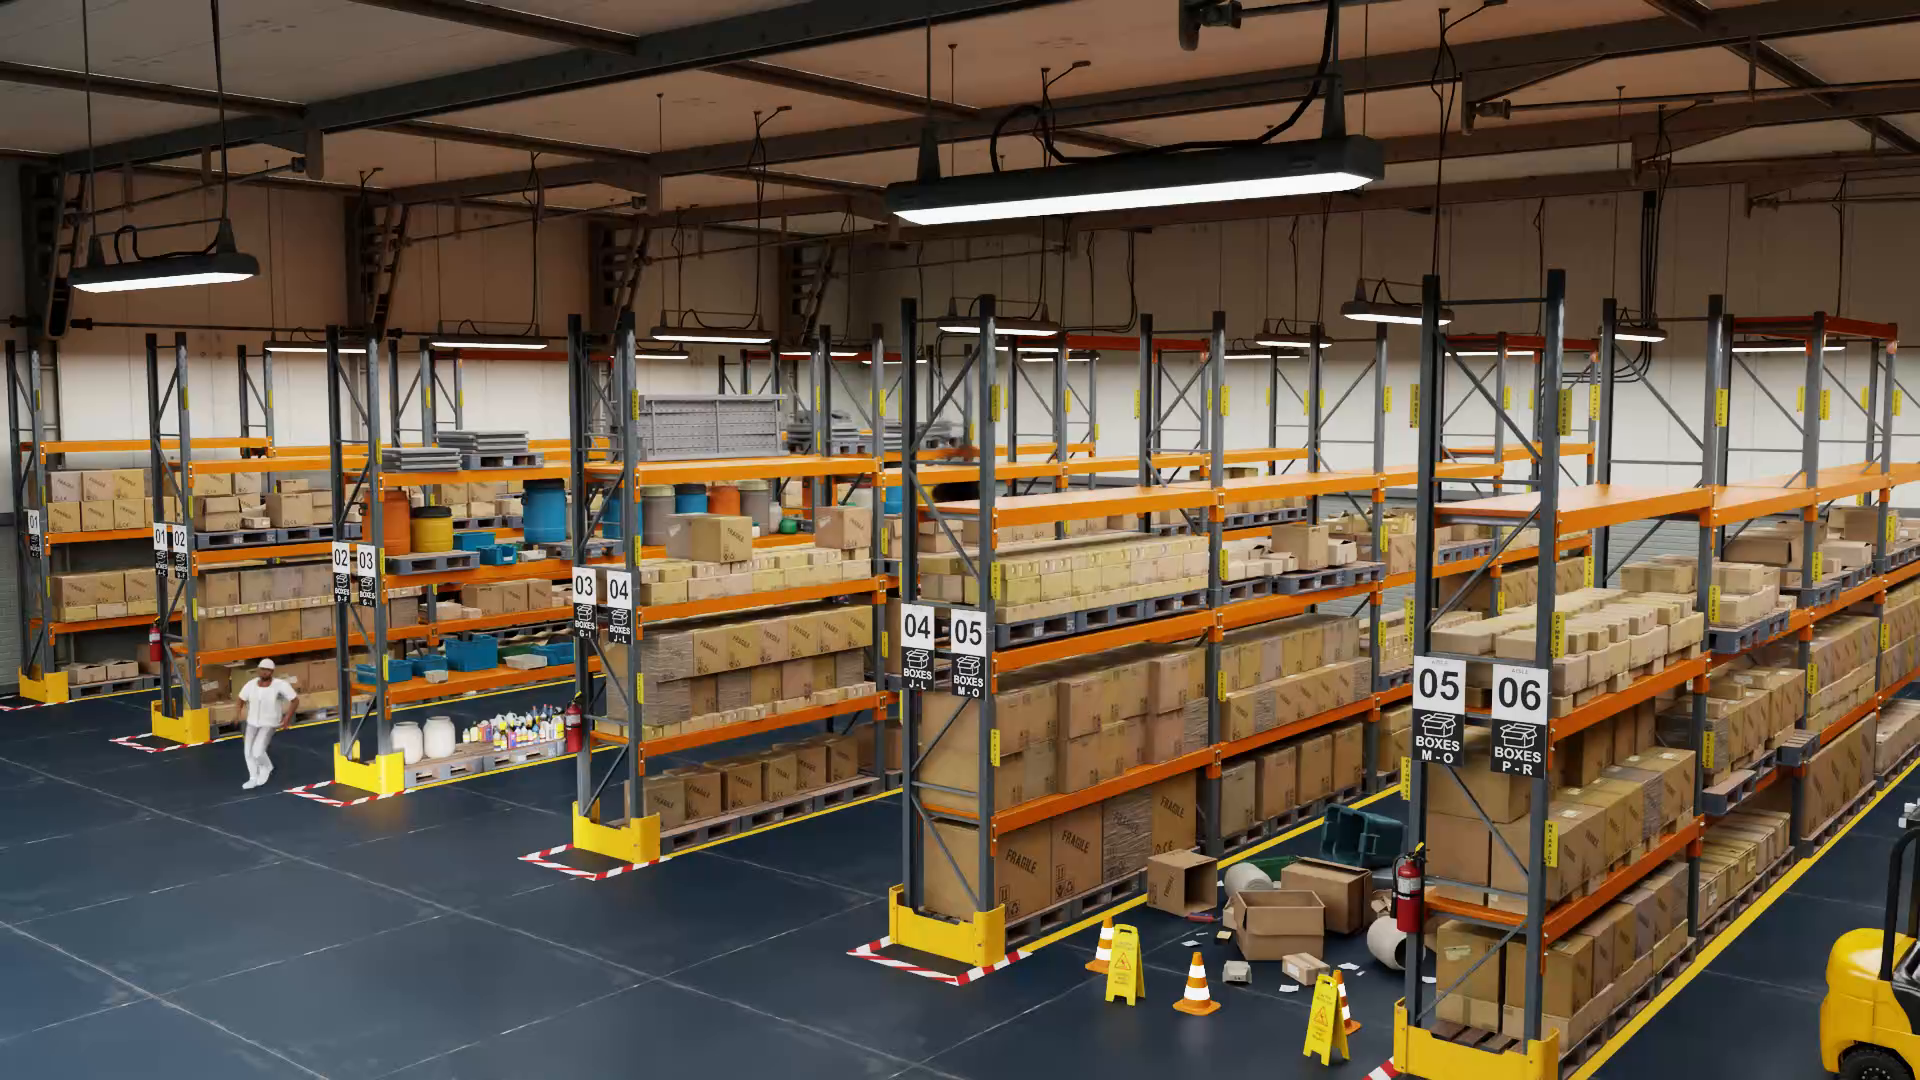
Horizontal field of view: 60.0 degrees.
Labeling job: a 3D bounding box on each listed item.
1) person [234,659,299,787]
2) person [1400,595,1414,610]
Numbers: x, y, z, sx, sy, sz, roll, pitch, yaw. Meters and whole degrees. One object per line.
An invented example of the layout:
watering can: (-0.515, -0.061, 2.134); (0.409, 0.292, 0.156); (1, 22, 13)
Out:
person: (-9.016, 2.378, 21.493); (0.765, 1.699, 0.530); (1, 5, 7)
person: (7.485, 1.808, 27.483); (0.685, 1.822, 0.936); (5, 7, 44)
